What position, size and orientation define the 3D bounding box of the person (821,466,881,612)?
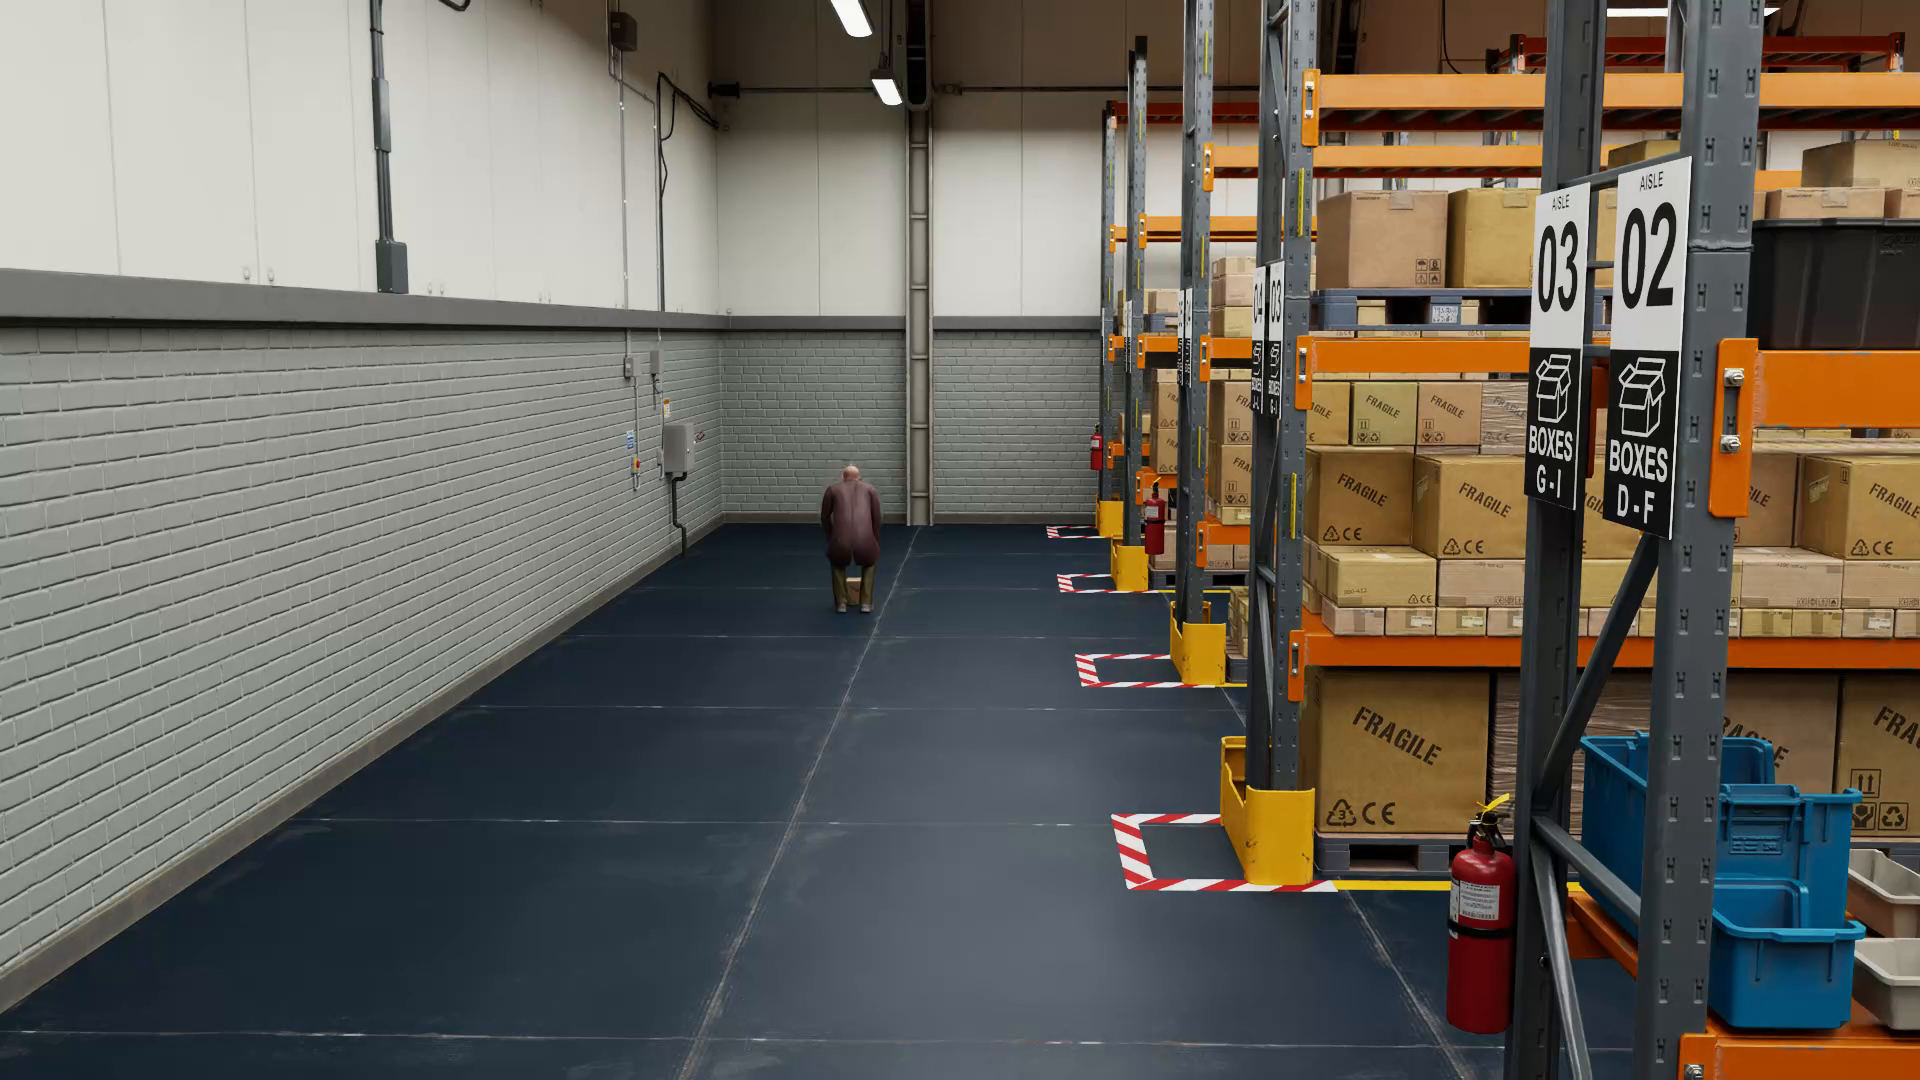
[{"bbox_3d":[-1.126,-0.003,17.099,0.628,1.476,0.681,0,7,1],"label":"person"}]
